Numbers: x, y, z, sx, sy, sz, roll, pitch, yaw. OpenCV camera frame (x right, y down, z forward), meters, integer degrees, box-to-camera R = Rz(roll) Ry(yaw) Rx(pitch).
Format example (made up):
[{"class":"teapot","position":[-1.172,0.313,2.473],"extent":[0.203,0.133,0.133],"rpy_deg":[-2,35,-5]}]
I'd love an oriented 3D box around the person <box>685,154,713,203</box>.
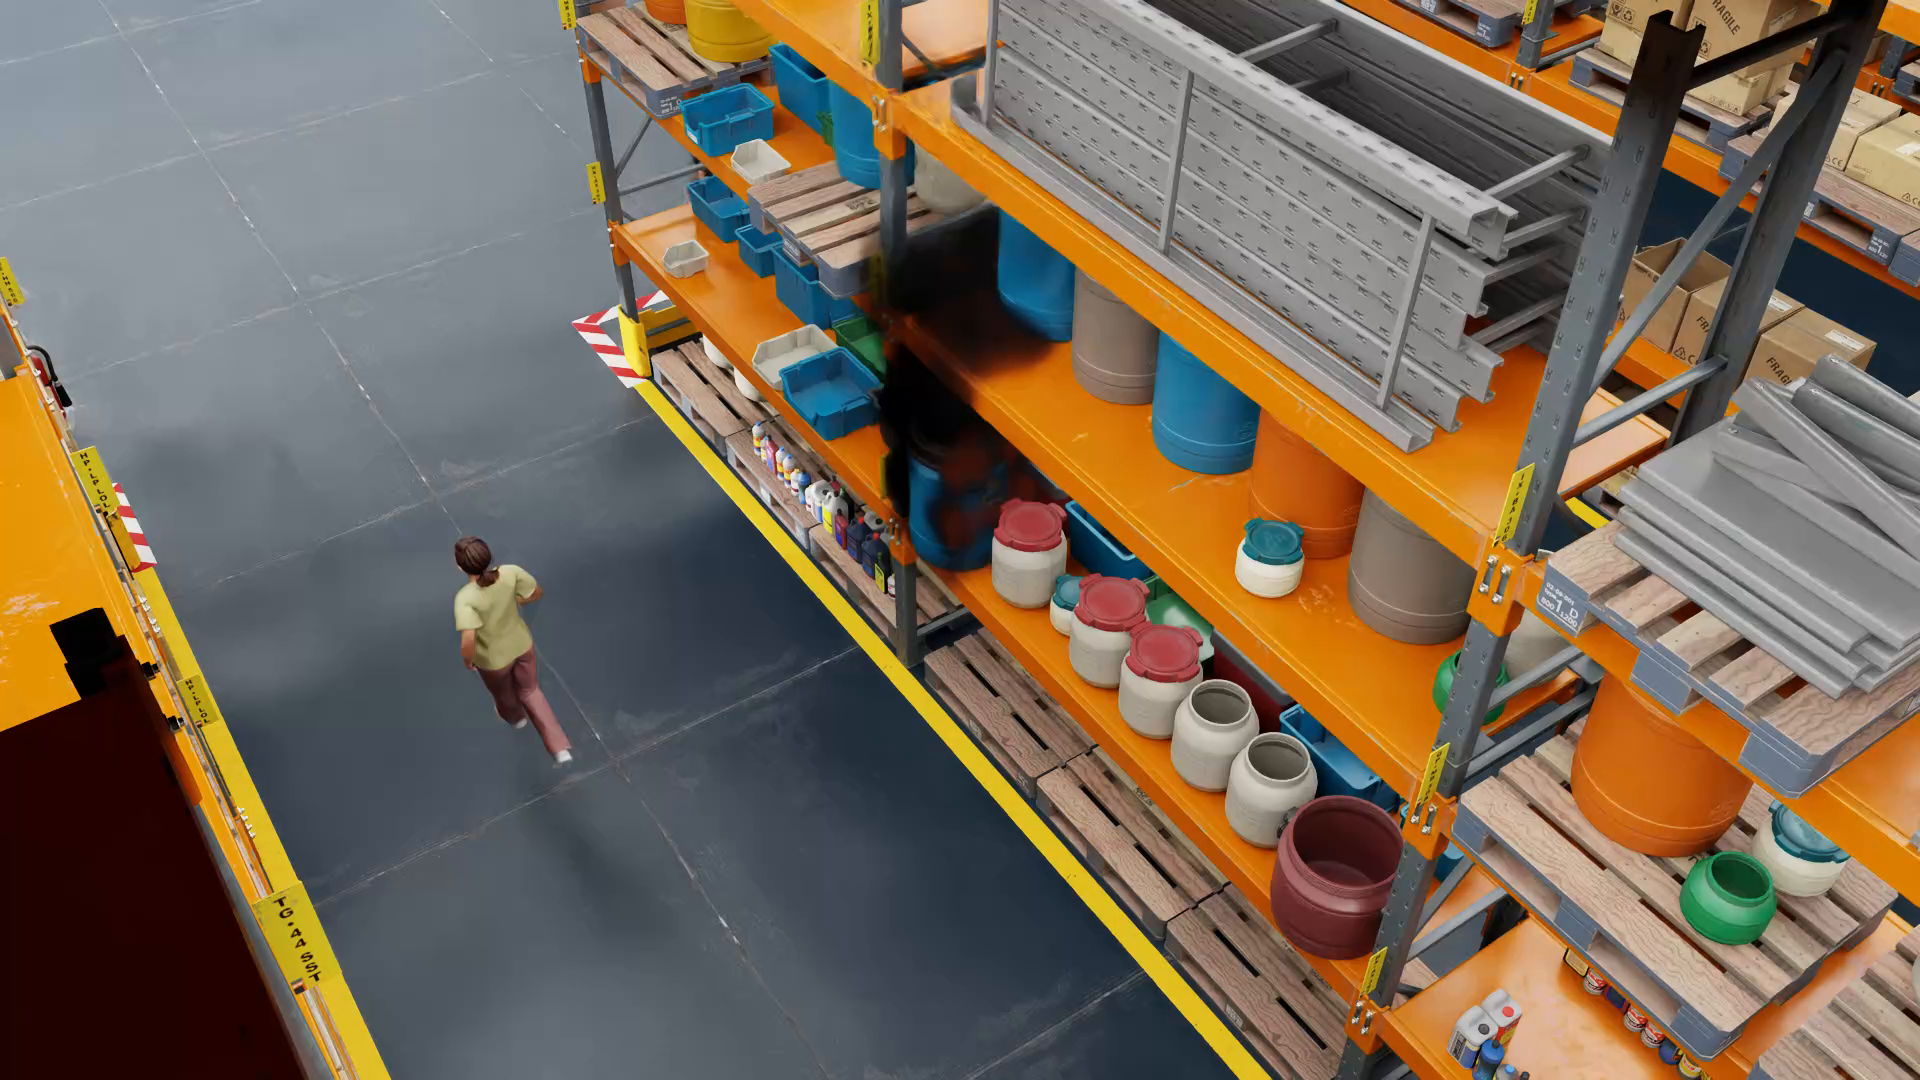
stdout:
[{"class":"person","position":[-2.092,-3.130,13.915],"extent":[0.612,1.693,0.686],"rpy_deg":[17,45,17]}]

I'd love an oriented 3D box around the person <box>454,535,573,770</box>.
[{"class":"person","position":[-2.578,0.637,9.421],"extent":[0.871,1.671,0.601],"rpy_deg":[33,52,31]}]
